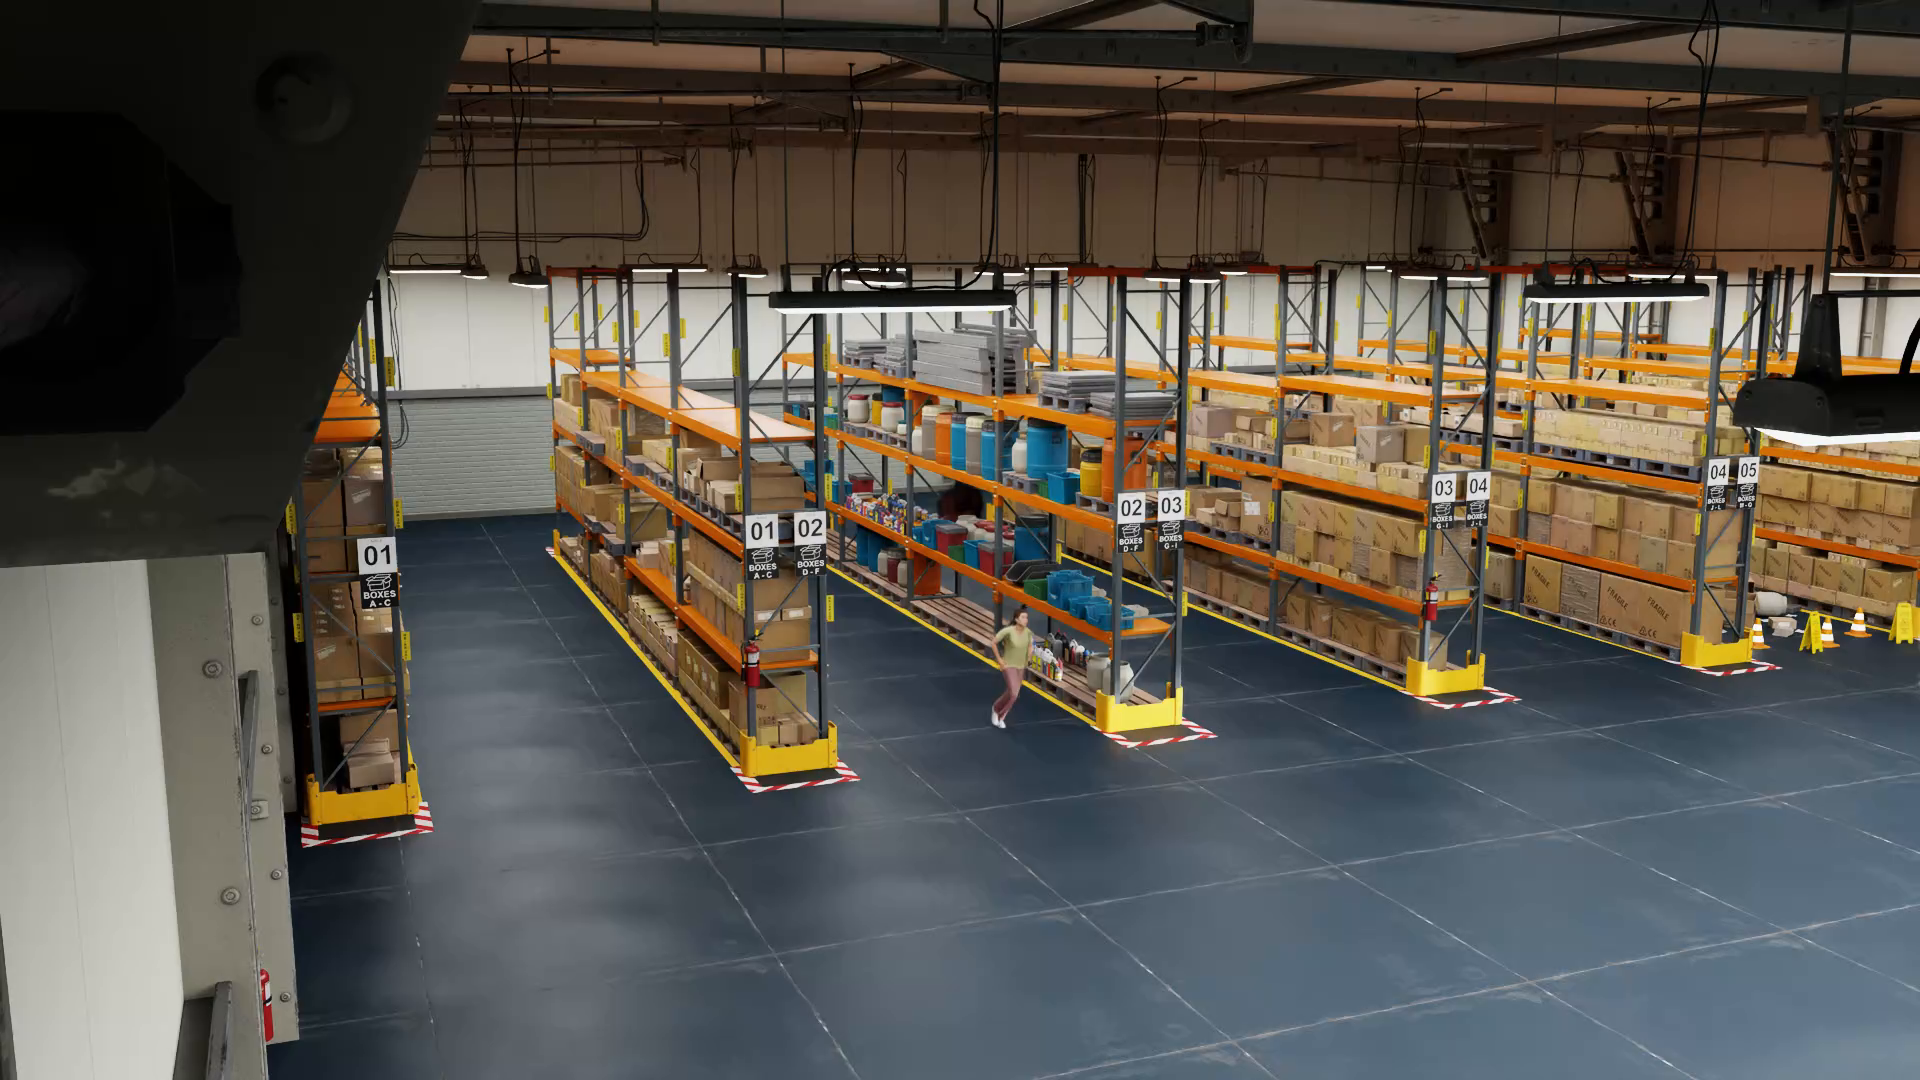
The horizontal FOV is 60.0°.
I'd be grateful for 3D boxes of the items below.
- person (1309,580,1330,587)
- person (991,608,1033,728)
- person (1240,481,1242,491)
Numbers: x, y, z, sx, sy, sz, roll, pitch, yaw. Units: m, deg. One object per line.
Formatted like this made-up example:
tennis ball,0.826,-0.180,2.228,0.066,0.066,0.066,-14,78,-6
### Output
person,6.890,0.049,31.586,0.584,1.750,0.718,-4,11,-24
person,0.731,1.706,22.241,0.613,1.613,0.544,-6,12,-32
person,7.329,-1.815,42.337,0.840,1.659,0.607,-8,13,-38
